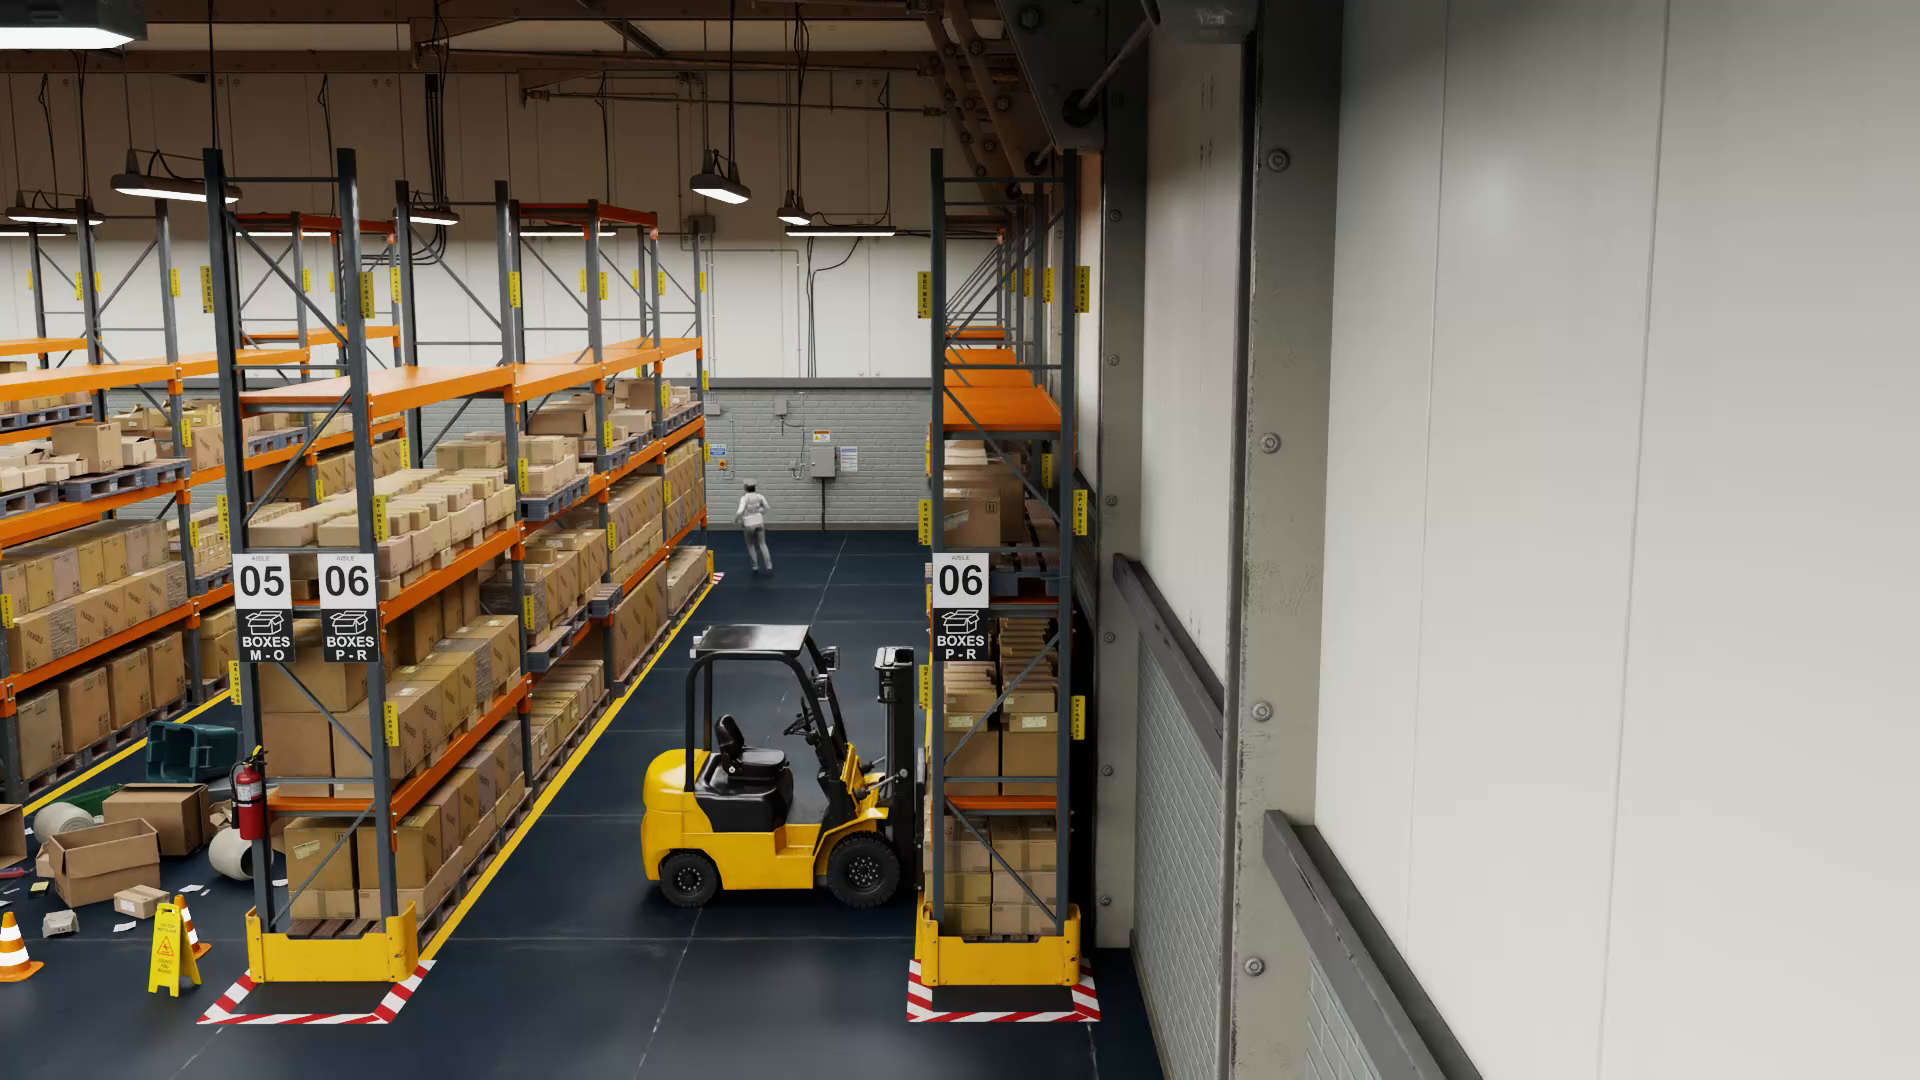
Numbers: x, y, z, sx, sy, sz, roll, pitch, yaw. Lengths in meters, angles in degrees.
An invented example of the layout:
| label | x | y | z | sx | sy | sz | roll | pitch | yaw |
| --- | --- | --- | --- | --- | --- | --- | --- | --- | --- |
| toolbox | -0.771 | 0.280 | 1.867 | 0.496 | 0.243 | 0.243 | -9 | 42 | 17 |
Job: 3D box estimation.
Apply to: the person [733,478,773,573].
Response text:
| label | x | y | z | sx | sy | sz | roll | pitch | yaw |
| --- | --- | --- | --- | --- | --- | --- | --- | --- | --- |
| person | -3.589 | -0.219 | 28.546 | 0.670 | 1.697 | 0.754 | -5 | 10 | -29 |
